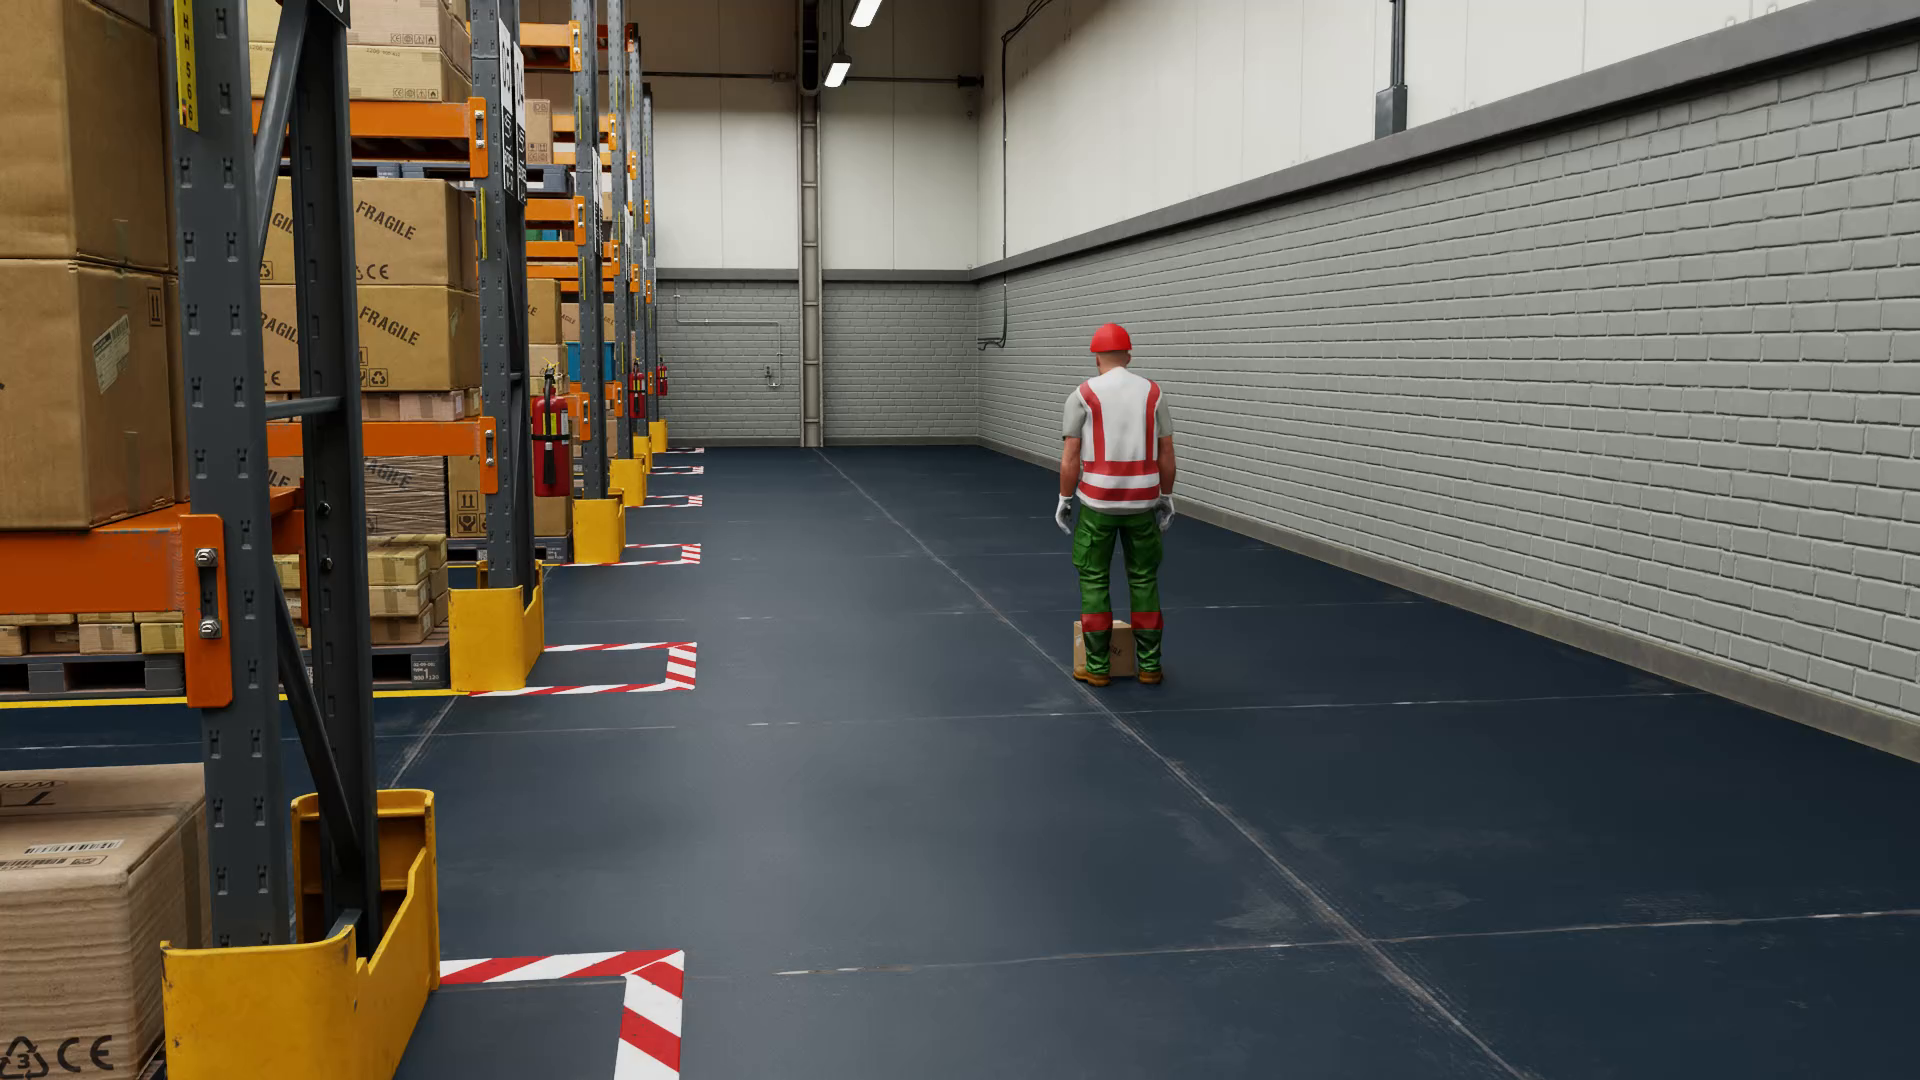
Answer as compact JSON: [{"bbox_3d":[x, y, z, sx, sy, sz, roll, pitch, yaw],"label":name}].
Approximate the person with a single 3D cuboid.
[{"bbox_3d":[0.774,-0.178,8.223,0.607,1.779,0.451,-1,6,-9],"label":"person"}]
